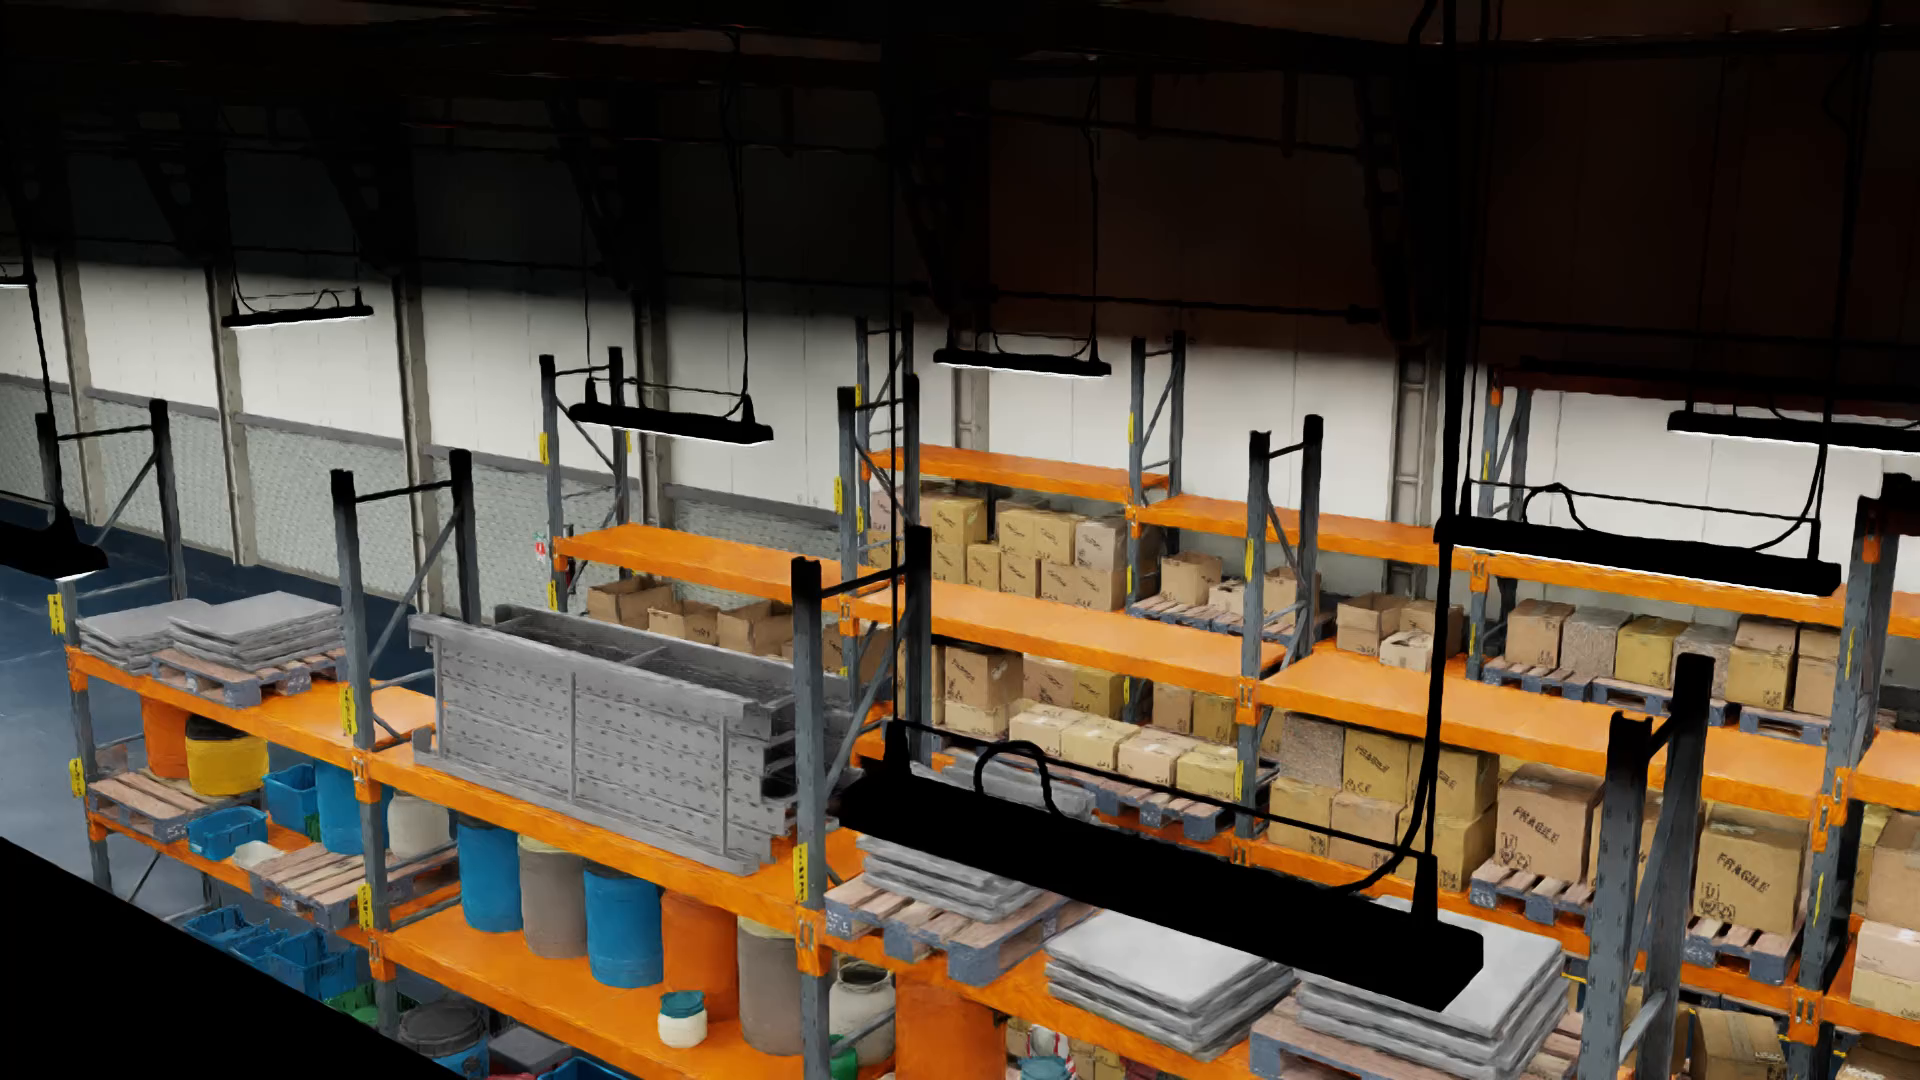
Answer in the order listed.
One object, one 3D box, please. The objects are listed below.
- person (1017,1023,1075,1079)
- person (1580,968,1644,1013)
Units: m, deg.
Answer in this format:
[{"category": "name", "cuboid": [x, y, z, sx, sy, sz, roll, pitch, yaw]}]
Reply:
[{"category": "person", "cuboid": [0.667, 4.240, 13.114, 1.032, 1.727, 0.528, 7, 15, 28]}, {"category": "person", "cuboid": [5.948, 3.847, 15.055, 1.057, 1.587, 0.499, 9, 16, 34]}]
